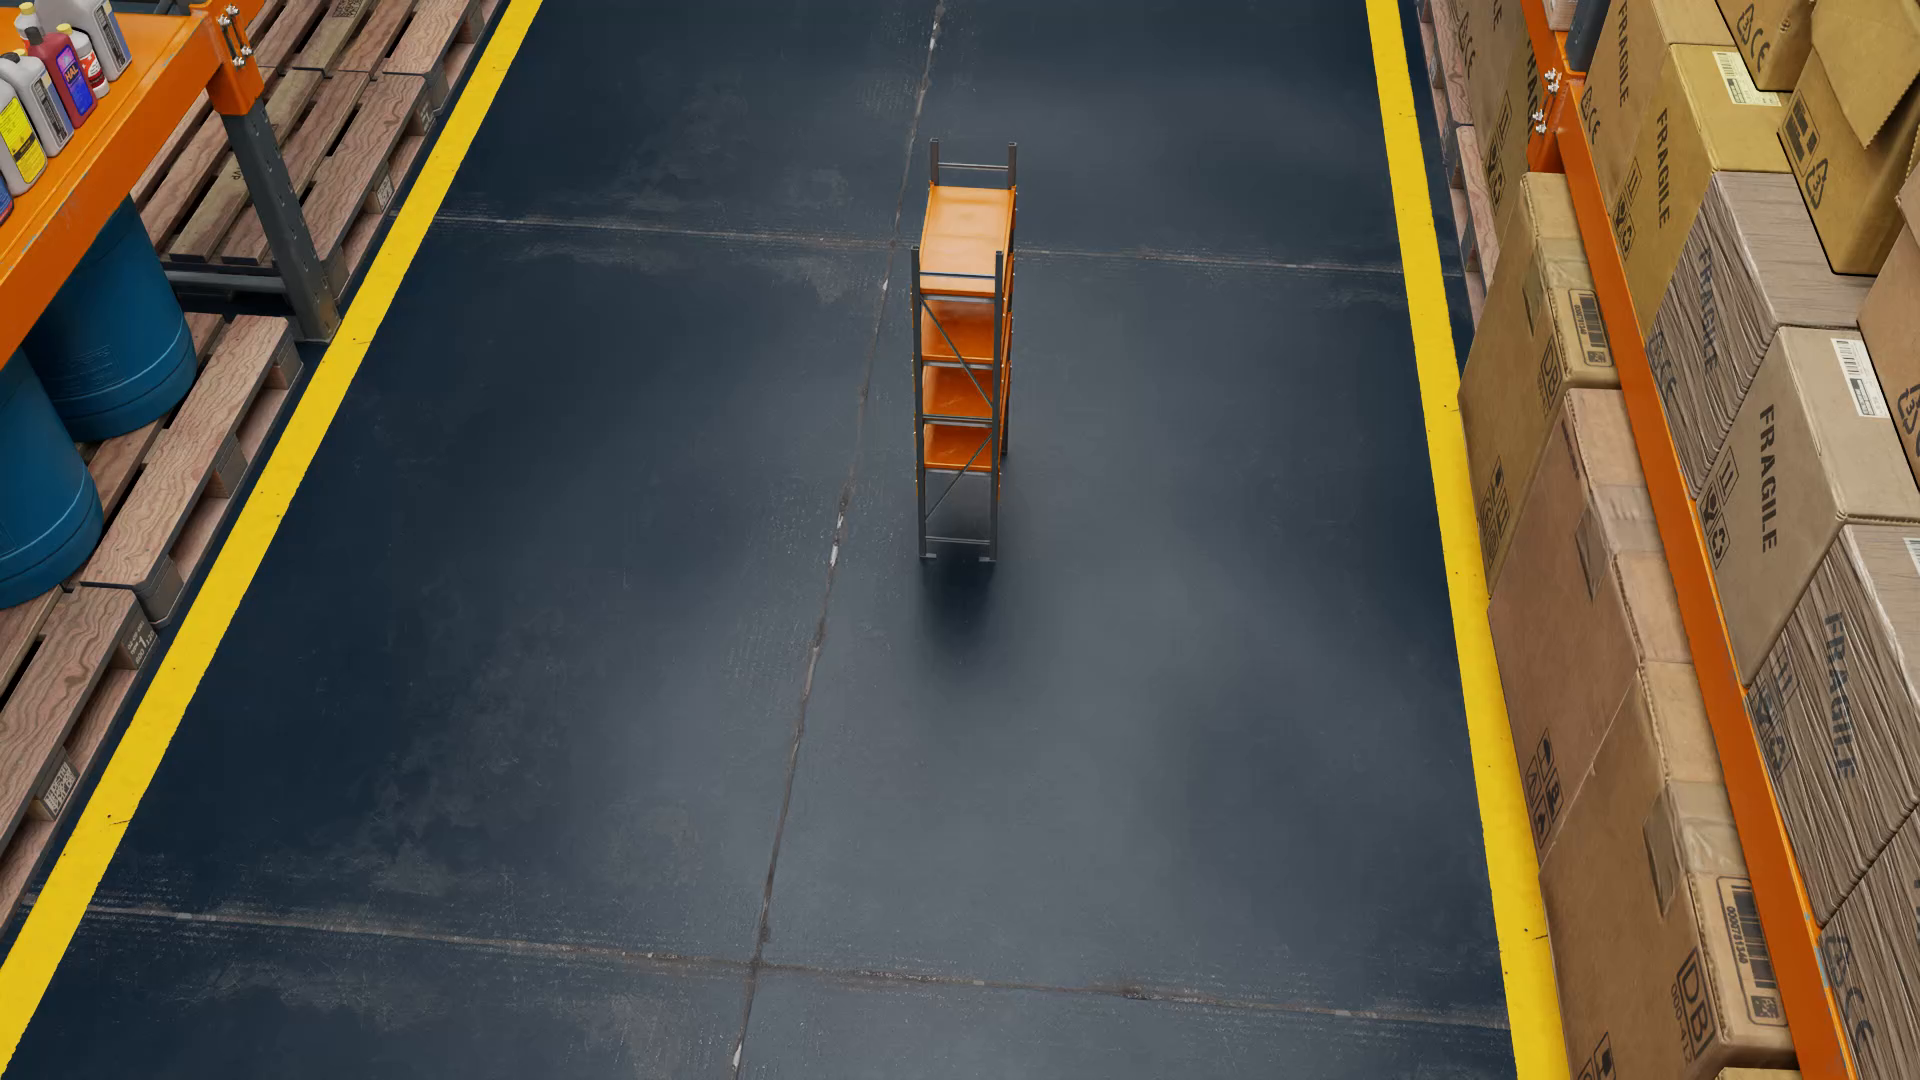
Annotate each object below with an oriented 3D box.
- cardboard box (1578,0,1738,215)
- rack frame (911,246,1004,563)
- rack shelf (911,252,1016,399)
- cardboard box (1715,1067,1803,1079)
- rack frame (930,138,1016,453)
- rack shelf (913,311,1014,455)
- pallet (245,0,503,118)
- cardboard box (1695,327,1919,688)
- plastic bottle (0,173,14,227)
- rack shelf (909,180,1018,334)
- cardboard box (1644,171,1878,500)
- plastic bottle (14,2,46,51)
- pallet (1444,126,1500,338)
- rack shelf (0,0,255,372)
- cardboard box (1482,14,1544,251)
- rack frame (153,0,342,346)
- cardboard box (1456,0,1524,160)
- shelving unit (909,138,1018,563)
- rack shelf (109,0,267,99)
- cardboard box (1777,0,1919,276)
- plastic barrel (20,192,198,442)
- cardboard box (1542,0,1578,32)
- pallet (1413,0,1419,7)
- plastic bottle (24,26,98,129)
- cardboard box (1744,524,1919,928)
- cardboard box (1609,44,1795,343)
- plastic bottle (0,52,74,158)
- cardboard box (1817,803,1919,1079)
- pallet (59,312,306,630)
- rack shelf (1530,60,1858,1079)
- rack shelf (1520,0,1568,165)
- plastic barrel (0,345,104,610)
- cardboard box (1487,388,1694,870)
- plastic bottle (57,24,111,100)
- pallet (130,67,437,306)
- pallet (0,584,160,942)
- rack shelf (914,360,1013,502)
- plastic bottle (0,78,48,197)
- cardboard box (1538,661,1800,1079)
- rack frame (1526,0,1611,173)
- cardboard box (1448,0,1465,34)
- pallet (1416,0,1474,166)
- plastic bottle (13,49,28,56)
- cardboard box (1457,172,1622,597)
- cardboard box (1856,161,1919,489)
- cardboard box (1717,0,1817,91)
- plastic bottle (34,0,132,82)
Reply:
[{"bbox_3d":[1.923,-1.159,4.210,0.500,0.500,0.500,4,48,4],"label":"cardboard box"},{"bbox_3d":[-0.007,-0.347,4.755,0.240,1.200,0.015,4,48,4],"label":"rack frame"},{"bbox_3d":[0.015,-0.632,4.803,0.258,0.148,0.480,4,48,4],"label":"rack shelf"},{"bbox_3d":[1.933,1.562,2.944,1.225,0.875,0.875,2,48,2],"label":"cardboard box"},{"bbox_3d":[0.037,-0.706,5.082,0.240,1.200,0.015,4,48,4],"label":"rack frame"},{"bbox_3d":[0.015,-0.481,4.968,0.258,0.148,0.480,4,48,4],"label":"rack shelf"},{"bbox_3d":[-2.581,-2.281,7.193,1.003,0.211,1.213,4,48,4],"label":"pallet"},{"bbox_3d":[1.790,-0.042,3.188,0.500,0.500,0.500,5,48,4],"label":"cardboard box"},{"bbox_3d":[-2.493,-0.930,4.101,0.144,0.351,0.185,4,48,4],"label":"plastic bottle"},{"bbox_3d":[0.015,-0.792,4.629,0.258,0.148,0.480,4,48,4],"label":"rack shelf"},{"bbox_3d":[1.832,-0.422,3.535,0.500,0.500,0.500,3,48,3],"label":"cardboard box"},{"bbox_3d":[-2.558,-1.396,4.629,0.097,0.201,0.097,0,48,0],"label":"plastic bottle"},{"bbox_3d":[2.361,-1.059,6.076,1.003,0.211,1.213,4,48,4],"label":"pallet"},{"bbox_3d":[-2.901,-0.067,3.766,1.077,0.370,4.000,4,48,4],"label":"rack shelf"},{"bbox_3d":[2.354,-1.351,5.608,0.875,0.875,0.875,4,48,4],"label":"cardboard box"},{"bbox_3d":[-2.718,-1.780,4.845,1.000,3.000,0.127,4,48,4],"label":"rack frame"},{"bbox_3d":[2.436,-2.012,6.213,0.875,0.875,0.875,4,48,4],"label":"cardboard box"},{"bbox_3d":[0.015,-0.527,4.918,0.258,1.200,0.503,4,48,4],"label":"shelving unit"},{"bbox_3d":[-2.536,-3.007,6.455,1.077,0.370,4.000,4,48,4],"label":"rack shelf"},{"bbox_3d":[2.090,-0.846,3.243,0.797,0.503,0.637,4,48,4],"label":"cardboard box"},{"bbox_3d":[-2.785,-0.815,5.100,0.600,0.901,0.708,4,48,4],"label":"plastic barrel"},{"bbox_3d":[1.916,-1.608,4.858,0.380,0.149,0.250,4,48,4],"label":"cardboard box"},{"bbox_3d":[2.584,-2.852,7.716,1.003,0.211,1.213,4,48,4],"label":"pallet"},{"bbox_3d":[-2.408,-1.256,4.445,0.061,0.283,0.133,4,48,4],"label":"plastic bottle"},{"bbox_3d":[1.743,0.332,2.846,0.500,0.500,0.500,2,48,2],"label":"cardboard box"},{"bbox_3d":[1.878,-0.790,3.872,0.500,0.500,0.500,4,48,4],"label":"cardboard box"},{"bbox_3d":[-2.466,-1.158,4.361,0.152,0.276,0.135,4,48,4],"label":"plastic bottle"},{"bbox_3d":[1.699,0.714,2.497,0.500,0.500,0.500,3,48,3],"label":"cardboard box"},{"bbox_3d":[-2.830,-0.274,5.358,1.003,0.211,1.213,4,48,4],"label":"pallet"},{"bbox_3d":[2.032,0.266,3.462,1.077,0.370,4.000,4,48,4],"label":"rack shelf"},{"bbox_3d":[2.396,-2.674,6.150,1.077,0.370,4.000,4,48,4],"label":"rack shelf"},{"bbox_3d":[-2.849,-0.294,4.624,0.600,0.901,0.708,4,48,4],"label":"plastic barrel"},{"bbox_3d":[2.095,0.257,4.137,1.225,0.875,0.875,2,48,2],"label":"cardboard box"},{"bbox_3d":[-2.416,-1.314,4.554,0.097,0.201,0.097,0,48,0],"label":"plastic bottle"},{"bbox_3d":[-2.690,-1.382,6.371,1.003,0.211,1.213,4,48,4],"label":"pallet"},{"bbox_3d":[-2.939,0.624,4.536,1.003,0.211,1.213,4,48,4],"label":"pallet"},{"bbox_3d":[0.015,-0.347,5.115,0.258,0.148,0.480,4,48,4],"label":"rack shelf"},{"bbox_3d":[-2.476,-1.066,4.225,0.144,0.351,0.185,4,48,4],"label":"plastic bottle"},{"bbox_3d":[2.022,0.908,3.542,1.225,0.875,0.875,4,48,4],"label":"cardboard box"},{"bbox_3d":[2.214,-1.447,4.540,1.000,3.000,0.127,4,48,4],"label":"rack frame"},{"bbox_3d":[2.517,-2.666,6.811,0.875,0.875,0.875,4,48,4],"label":"cardboard box"},{"bbox_3d":[2.470,-1.958,6.898,1.003,0.211,1.213,4,48,4],"label":"pallet"},{"bbox_3d":[-2.488,-1.220,4.468,0.097,0.201,0.097,0,48,0],"label":"plastic bottle"},{"bbox_3d":[2.176,-0.400,4.738,1.225,0.875,0.875,4,48,4],"label":"cardboard box"},{"bbox_3d":[2.049,-0.388,2.824,0.797,0.503,0.637,5,48,5],"label":"cardboard box"},{"bbox_3d":[2.164,-1.349,3.704,0.797,0.503,0.637,3,48,3],"label":"cardboard box"},{"bbox_3d":[-2.432,-1.427,4.606,0.152,0.276,0.135,4,48,4],"label":"plastic bottle"}]
